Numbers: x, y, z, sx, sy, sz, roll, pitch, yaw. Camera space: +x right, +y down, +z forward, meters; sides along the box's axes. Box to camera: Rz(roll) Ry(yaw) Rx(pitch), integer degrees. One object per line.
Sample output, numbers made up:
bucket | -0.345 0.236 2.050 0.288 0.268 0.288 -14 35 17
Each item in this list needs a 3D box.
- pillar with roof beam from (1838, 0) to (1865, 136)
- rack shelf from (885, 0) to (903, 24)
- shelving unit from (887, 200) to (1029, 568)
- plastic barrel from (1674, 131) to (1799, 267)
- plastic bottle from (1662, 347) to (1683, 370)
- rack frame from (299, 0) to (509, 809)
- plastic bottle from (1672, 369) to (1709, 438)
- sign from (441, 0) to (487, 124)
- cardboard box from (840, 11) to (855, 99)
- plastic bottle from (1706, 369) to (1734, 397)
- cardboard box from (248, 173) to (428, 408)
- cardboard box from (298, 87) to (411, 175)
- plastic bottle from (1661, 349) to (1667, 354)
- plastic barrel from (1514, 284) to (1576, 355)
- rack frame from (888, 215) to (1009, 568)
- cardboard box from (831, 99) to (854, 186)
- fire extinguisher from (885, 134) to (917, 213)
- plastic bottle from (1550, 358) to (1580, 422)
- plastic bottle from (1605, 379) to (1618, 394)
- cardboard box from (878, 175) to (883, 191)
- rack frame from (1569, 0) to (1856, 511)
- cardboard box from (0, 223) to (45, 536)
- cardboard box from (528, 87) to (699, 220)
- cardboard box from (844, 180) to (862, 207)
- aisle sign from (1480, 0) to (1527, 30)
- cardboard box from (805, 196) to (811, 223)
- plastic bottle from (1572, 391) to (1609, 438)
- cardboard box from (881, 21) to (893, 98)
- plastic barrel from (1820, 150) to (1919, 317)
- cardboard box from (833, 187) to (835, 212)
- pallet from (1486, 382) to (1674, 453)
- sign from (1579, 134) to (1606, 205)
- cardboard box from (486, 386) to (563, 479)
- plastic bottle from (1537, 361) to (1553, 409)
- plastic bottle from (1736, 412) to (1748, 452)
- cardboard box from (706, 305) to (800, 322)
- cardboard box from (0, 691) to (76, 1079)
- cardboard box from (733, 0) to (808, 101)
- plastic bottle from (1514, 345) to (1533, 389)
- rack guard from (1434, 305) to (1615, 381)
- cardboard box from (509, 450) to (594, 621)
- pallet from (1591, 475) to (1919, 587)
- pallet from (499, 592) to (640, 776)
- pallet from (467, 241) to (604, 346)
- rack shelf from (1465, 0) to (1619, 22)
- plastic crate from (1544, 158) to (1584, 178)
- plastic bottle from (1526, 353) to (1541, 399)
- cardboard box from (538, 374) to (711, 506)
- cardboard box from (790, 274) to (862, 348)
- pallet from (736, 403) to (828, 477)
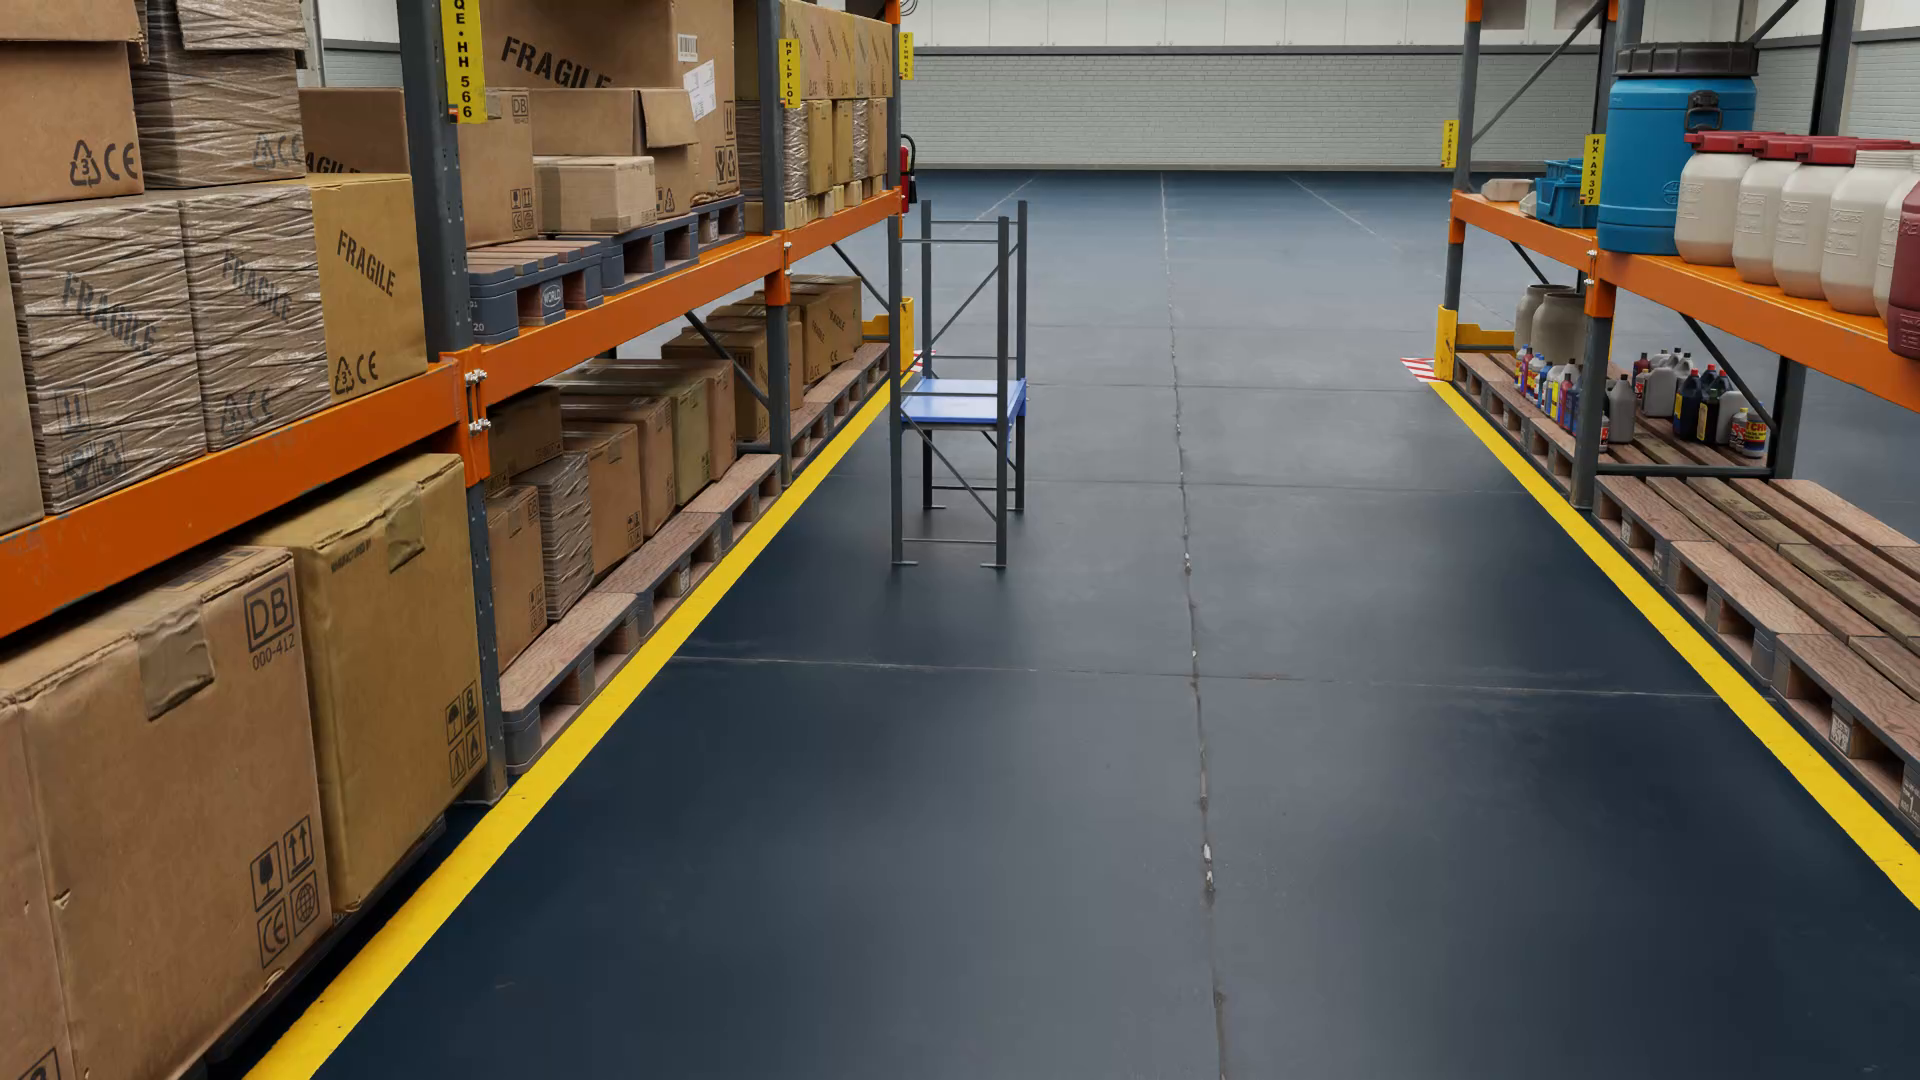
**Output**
pillar with roof beam | 13.042 -11.381 32.510 9.100 9.000 0.400 2 15 6
rack shelf | -1.160 -3.360 9.973 1.077 0.370 4.000 2 15 6
shelving unit | 0.010 -0.746 7.548 0.538 1.500 1.048 2 15 6
plastic barrel | 3.210 -1.419 6.901 0.433 0.535 0.433 0 15 0
plastic bottle | 4.130 -0.933 9.597 0.144 0.351 0.185 2 15 9
rack frame | -1.837 -0.703 4.515 1.000 3.000 0.127 2 15 6
plastic bottle | 3.896 -0.730 8.846 0.144 0.351 0.185 2 15 6
sign | -1.285 -1.246 4.307 0.100 0.325 0.005 2 15 6
cardboard box | -0.925 -2.914 10.014 0.500 0.500 0.500 2 15 6
plastic bottle | 4.039 -0.725 8.830 0.144 0.351 0.185 2 15 8
cardboard box | -1.646 -0.616 4.002 0.500 0.500 0.500 2 15 8
cardboard box | -1.815 -1.095 4.970 0.500 0.500 0.500 0 15 -1
plastic bottle | 4.221 -1.013 10.023 0.061 0.283 0.133 2 15 8
plastic barrel | 3.989 -1.461 11.280 0.421 0.512 0.421 0 15 0
rack frame | -0.048 -0.614 7.061 0.500 1.500 0.032 2 15 6
cardboard box | -1.128 -2.437 10.167 0.875 0.500 0.500 2 15 6
fire extinguisher | -0.463 -2.757 12.259 0.296 0.674 0.183 2 15 6
plastic bottle | 3.380 -0.837 9.244 0.144 0.351 0.185 2 15 6
plastic bottle | 3.494 -0.720 8.952 0.152 0.276 0.135 2 15 6
cardboard box | -0.761 -2.577 11.926 0.380 0.149 0.250 2 15 6
rack frame | 3.536 -1.595 7.813 1.000 3.000 0.127 2 15 6
cardboard box | -1.822 -0.220 2.538 0.500 0.500 0.500 2 15 7
cardboard box | -1.489 -1.541 6.611 0.797 0.503 0.637 3 15 12
cardboard box | -0.826 -2.185 10.476 0.380 0.149 0.250 2 15 6
aisle sign | 3.704 -3.914 11.411 0.394 0.787 0.004 2 15 6
cardboard box | -1.020 -1.796 9.040 0.380 0.149 0.250 2 15 6
plastic bottle | 3.322 -0.704 8.750 0.144 0.351 0.185 1 15 5
cardboard box | -0.750 -3.303 11.452 0.500 0.500 0.500 2 15 6
plastic barrel | 3.036 -0.993 5.375 0.421 0.512 0.421 0 15 0
cardboard box | -0.946 -1.991 9.760 0.380 0.149 0.250 2 15 6
pallet | 3.788 -0.739 9.990 1.003 0.211 1.213 2 15 6
sign | 2.991 -1.747 7.847 0.100 0.325 0.005 2 15 6
cardboard box | -1.741 -0.383 5.842 0.500 0.250 0.500 3 16 13
plastic bottle | 3.400 -0.899 9.624 0.097 0.271 0.097 0 15 0
plastic bottle | 4.019 -0.552 8.476 0.097 0.201 0.097 0 15 0
cardboard box | -1.251 -1.151 10.157 0.500 0.500 0.500 0 15 1
cardboard box | -2.136 0.759 2.375 1.225 0.875 0.875 1 15 4
cardboard box | -1.082 -2.524 8.574 0.500 0.500 0.500 2 15 6
plastic bottle | 3.473 -1.066 10.243 0.097 0.271 0.097 0 15 0
rack guard | 4.026 -1.404 11.898 1.175 0.500 0.348 2 15 6
cardboard box | -1.731 -0.027 5.963 0.700 0.500 0.500 0 15 2
pallet | 3.486 -0.044 7.419 1.003 0.211 1.213 2 15 6
pallet | -1.747 0.440 5.629 1.003 0.211 1.213 2 15 6
pallet | -1.862 -0.798 5.236 1.213 0.211 1.003 2 15 6
rack shelf | 3.762 -3.214 9.433 1.077 0.370 4.000 2 15 6
plastic crate | 4.228 -2.422 11.156 0.499 0.251 0.616 2 15 6
plastic bottle | 3.434 -0.977 9.914 0.097 0.271 0.097 0 15 0
cardboard box | -1.549 -0.464 7.579 0.700 0.500 0.500 2 15 6
cardboard box | -1.021 -1.613 11.863 0.500 0.500 0.500 5 16 17
pallet | -1.345 -0.570 9.364 1.003 0.211 1.213 2 15 6
